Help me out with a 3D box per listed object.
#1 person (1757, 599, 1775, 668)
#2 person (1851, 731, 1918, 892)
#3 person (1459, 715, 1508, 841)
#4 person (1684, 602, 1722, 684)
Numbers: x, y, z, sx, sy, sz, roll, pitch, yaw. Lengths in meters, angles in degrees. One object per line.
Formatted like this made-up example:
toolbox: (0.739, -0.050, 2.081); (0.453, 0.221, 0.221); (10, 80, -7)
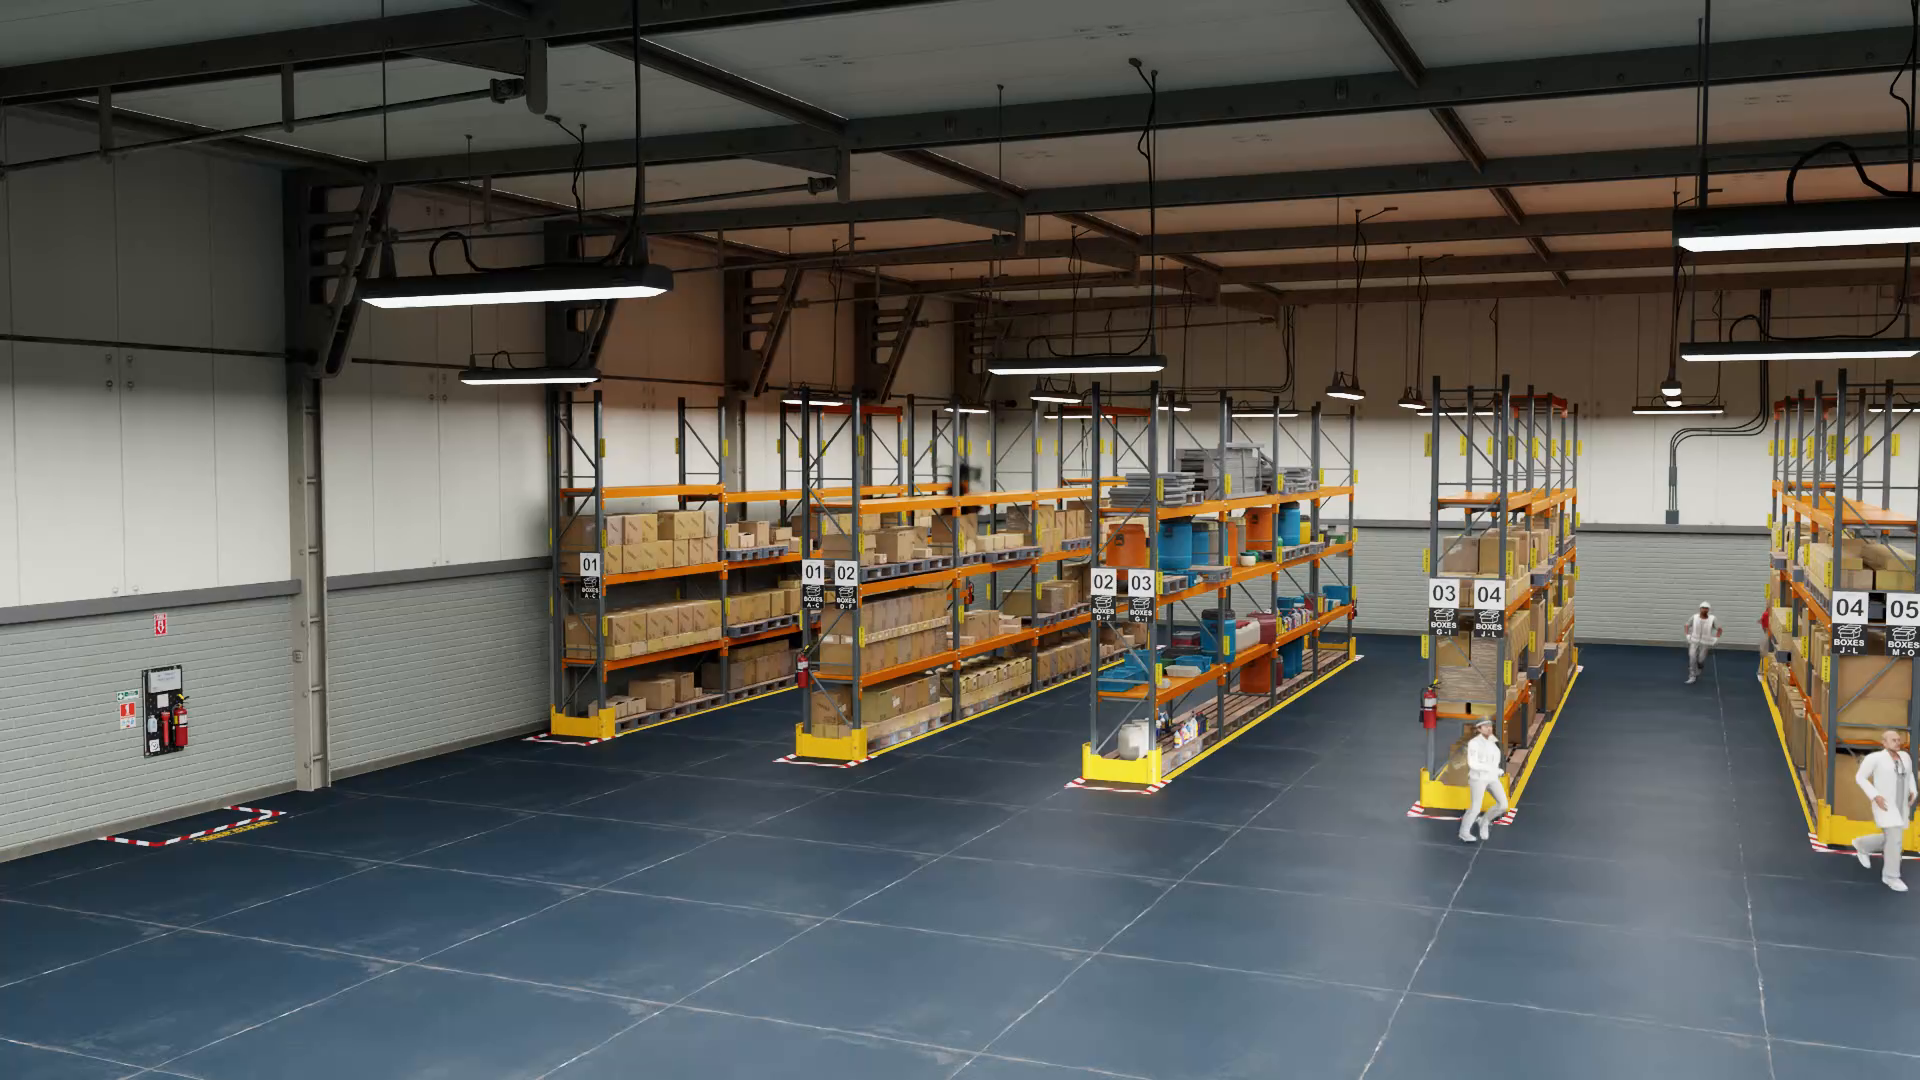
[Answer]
person: (17.984, 2.016, 36.704); (0.714, 1.597, 0.727); (1, 3, 14)
person: (10.645, 3.065, 19.147); (0.725, 1.786, 0.853); (-1, 3, -13)
person: (6.618, 3.001, 20.897); (0.628, 1.646, 0.762); (-1, 3, -22)
person: (15.842, 2.185, 35.484); (0.740, 1.729, 0.681); (2, 4, 31)
